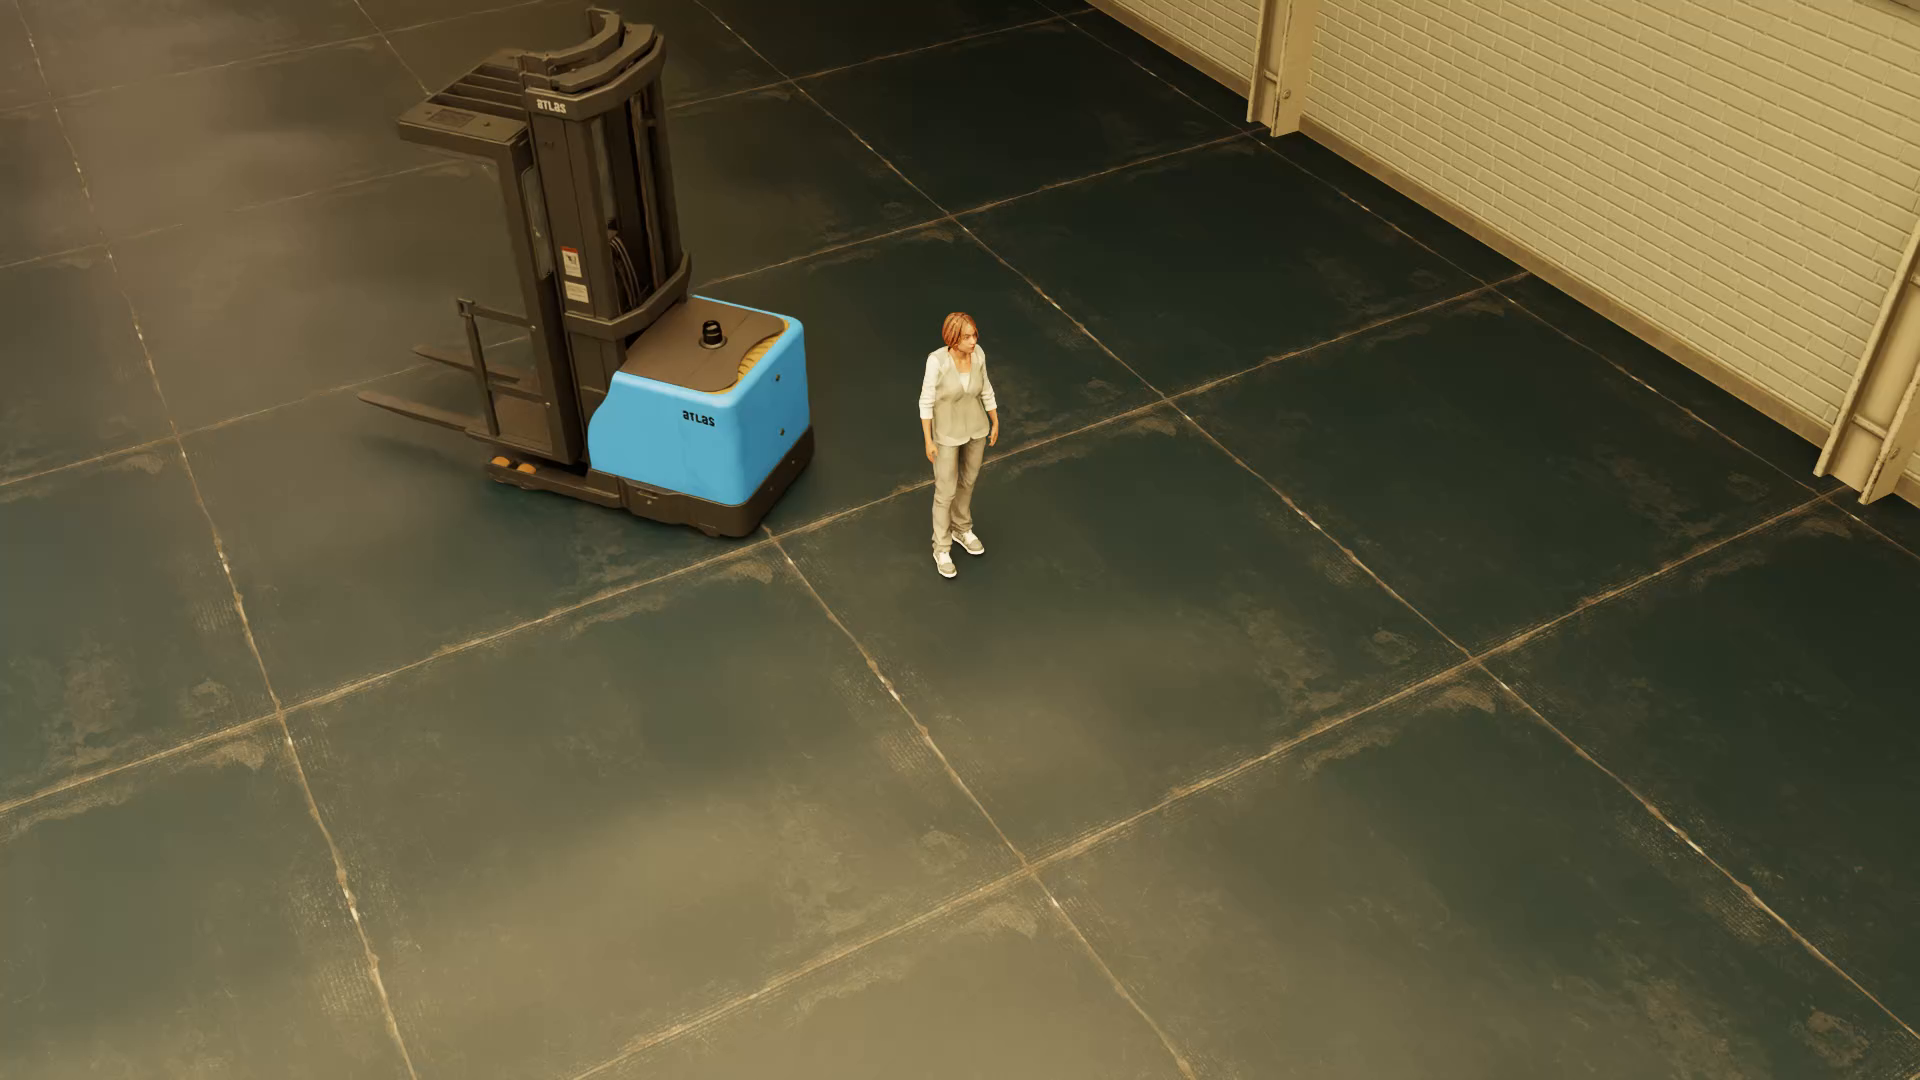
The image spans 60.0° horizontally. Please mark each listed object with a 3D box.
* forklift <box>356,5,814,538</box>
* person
[{"bbox_3d":[-2.523,-1.749,10.144,3.031,2.935,1.130,15,42,17],"label":"forklift"},{"bbox_3d":[0.025,-0.575,9.762,0.520,1.599,0.473,-20,44,-23],"label":"person"}]
